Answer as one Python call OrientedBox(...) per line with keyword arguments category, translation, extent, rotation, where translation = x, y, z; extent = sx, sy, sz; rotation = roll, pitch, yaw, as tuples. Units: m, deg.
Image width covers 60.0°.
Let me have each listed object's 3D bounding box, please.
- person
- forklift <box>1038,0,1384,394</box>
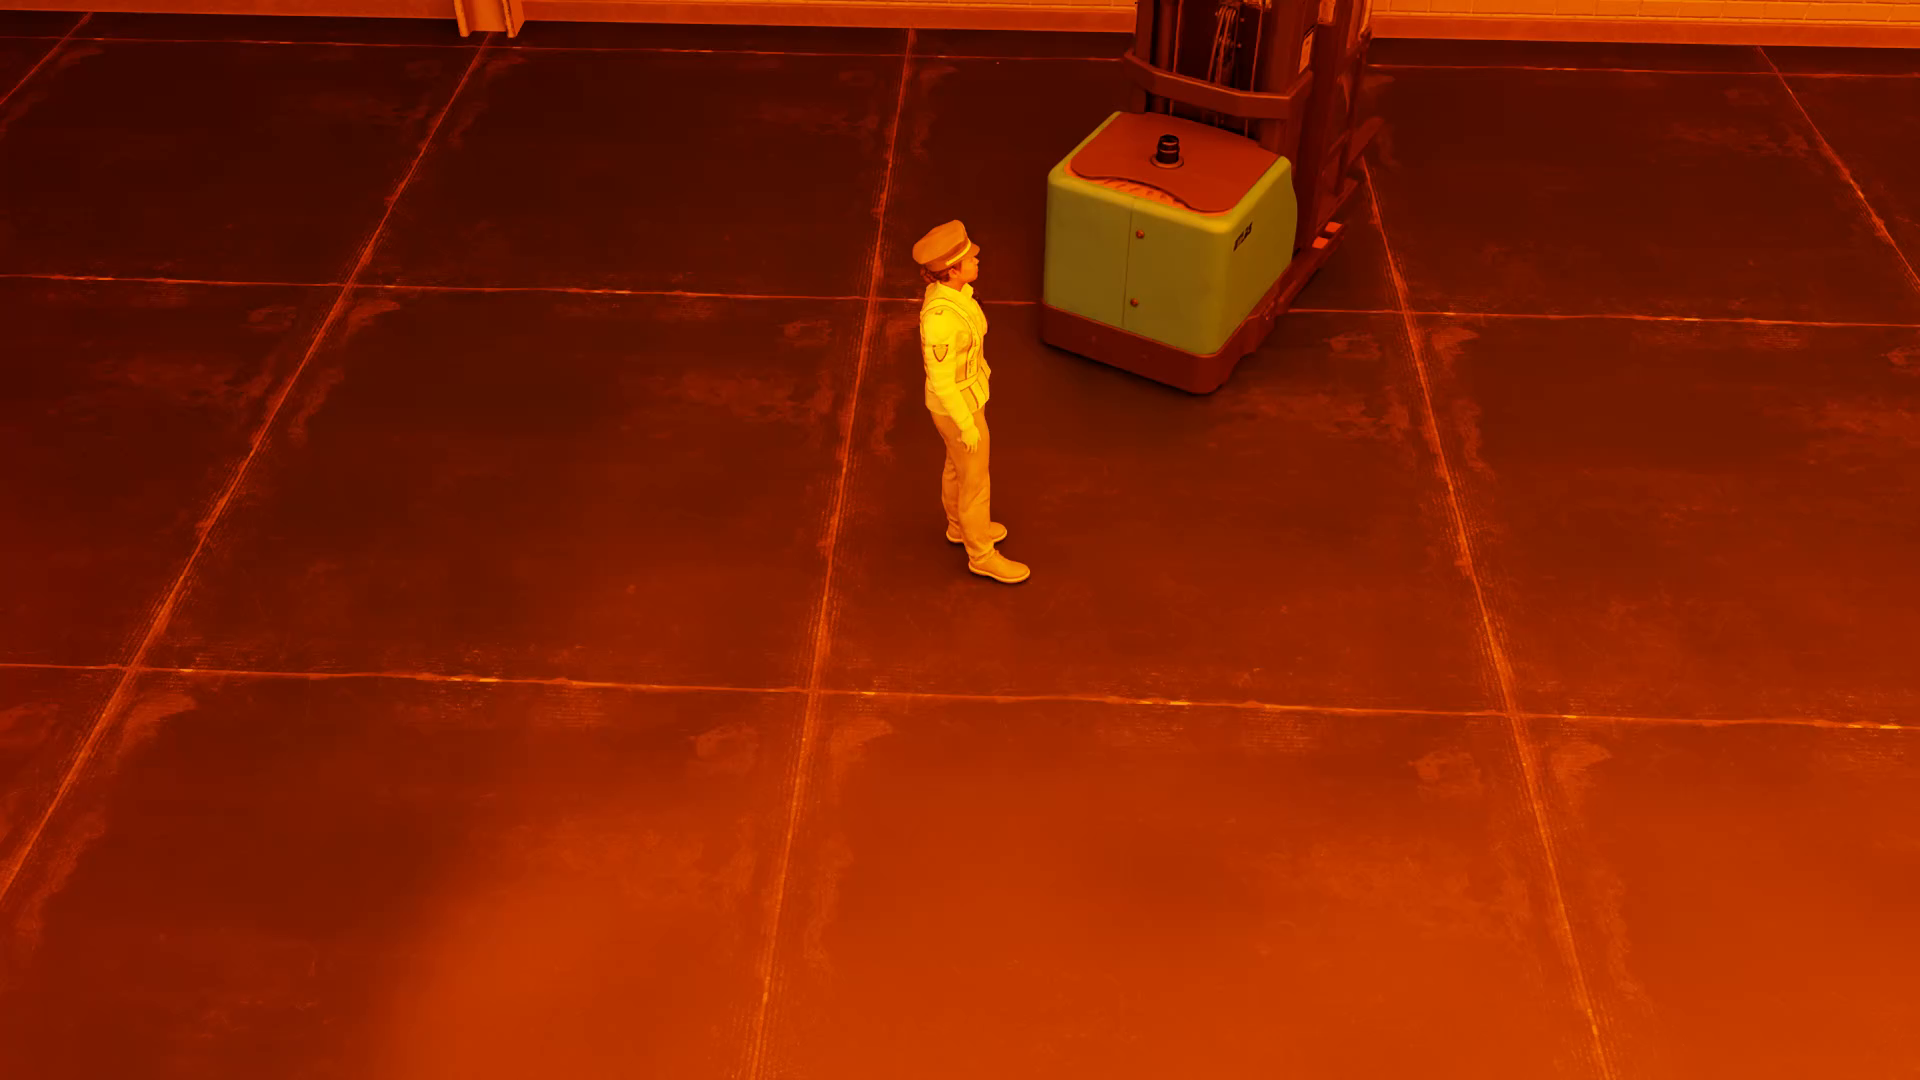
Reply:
OrientedBox(category="person", translation=(0.068, -0.624, 7.332), extent=(0.532, 1.694, 0.586), rotation=(2, 42, 2))
OrientedBox(category="forklift", translation=(1.613, -2.818, 8.830), extent=(1.130, 2.935, 3.031), rotation=(22, 47, 22))
